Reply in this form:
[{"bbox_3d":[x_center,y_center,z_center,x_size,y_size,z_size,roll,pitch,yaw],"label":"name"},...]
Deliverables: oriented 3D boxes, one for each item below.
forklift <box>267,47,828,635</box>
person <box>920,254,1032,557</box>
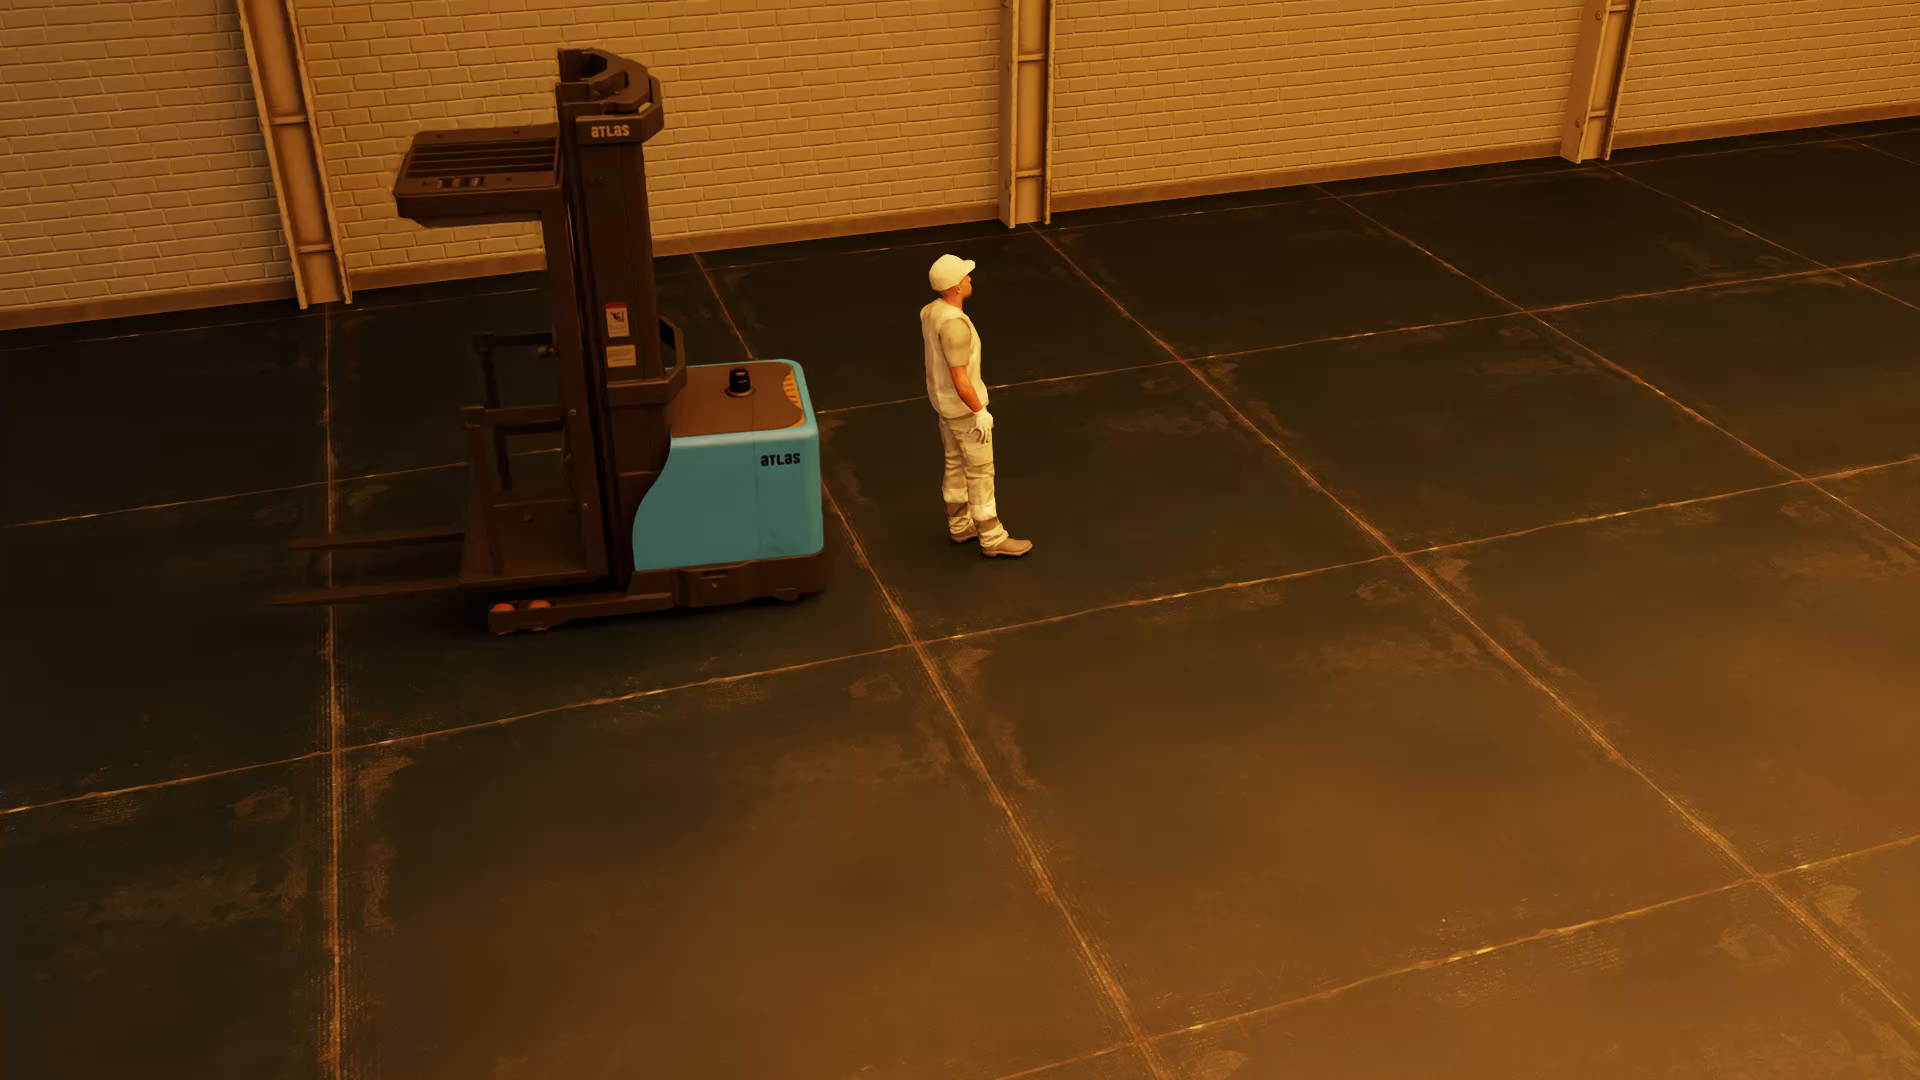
[{"bbox_3d":[-2.320,-1.038,8.891,3.031,2.935,1.130,-5,30,-9],"label":"forklift"},{"bbox_3d":[0.079,-0.789,9.589,0.564,1.787,0.638,-10,31,-16],"label":"person"}]
